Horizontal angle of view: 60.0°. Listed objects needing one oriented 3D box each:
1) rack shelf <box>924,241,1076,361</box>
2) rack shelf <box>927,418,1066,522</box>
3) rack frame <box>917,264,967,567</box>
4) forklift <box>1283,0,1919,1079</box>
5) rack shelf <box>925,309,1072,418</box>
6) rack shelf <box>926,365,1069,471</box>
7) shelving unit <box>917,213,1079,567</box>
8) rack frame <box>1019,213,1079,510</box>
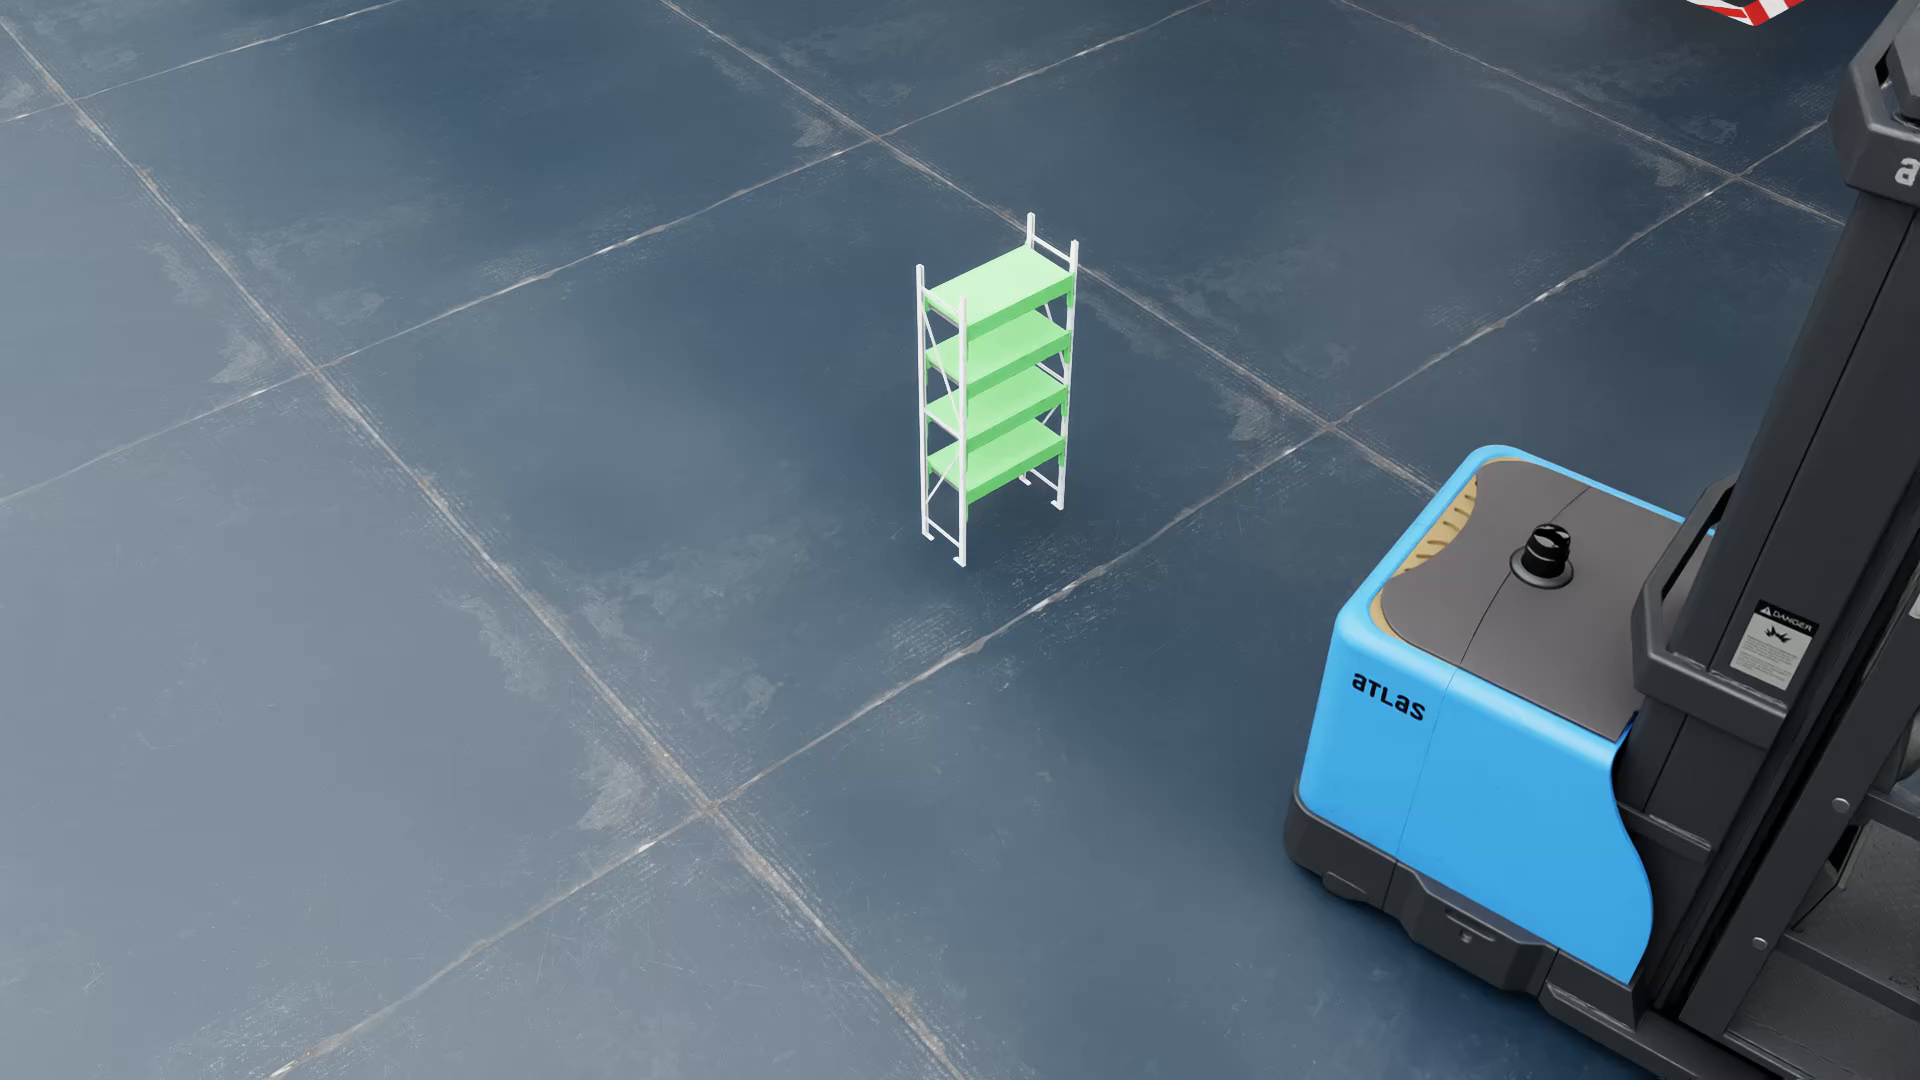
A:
[{"bbox_3d":[0.127,-0.813,5.632,0.480,0.148,0.258,-30,51,-28],"label":"rack shelf"},{"bbox_3d":[0.127,-0.289,6.125,0.480,0.148,0.258,-30,51,-28],"label":"rack shelf"},{"bbox_3d":[-0.060,-0.403,5.803,0.015,1.200,0.240,-30,51,-28],"label":"rack frame"},{"bbox_3d":[2.481,0.275,3.816,3.031,2.935,1.130,27,50,26],"label":"forklift"},{"bbox_3d":[0.127,-0.638,5.796,0.480,0.148,0.258,-30,51,-28],"label":"rack shelf"},{"bbox_3d":[0.127,-0.463,5.960,0.480,0.148,0.258,-30,51,-28],"label":"rack shelf"},{"bbox_3d":[0.127,-0.510,5.917,0.503,1.200,0.258,-30,51,-28],"label":"shelving unit"},{"bbox_3d":[0.314,-0.617,6.031,0.015,1.200,0.240,-30,51,-28],"label":"rack frame"}]
